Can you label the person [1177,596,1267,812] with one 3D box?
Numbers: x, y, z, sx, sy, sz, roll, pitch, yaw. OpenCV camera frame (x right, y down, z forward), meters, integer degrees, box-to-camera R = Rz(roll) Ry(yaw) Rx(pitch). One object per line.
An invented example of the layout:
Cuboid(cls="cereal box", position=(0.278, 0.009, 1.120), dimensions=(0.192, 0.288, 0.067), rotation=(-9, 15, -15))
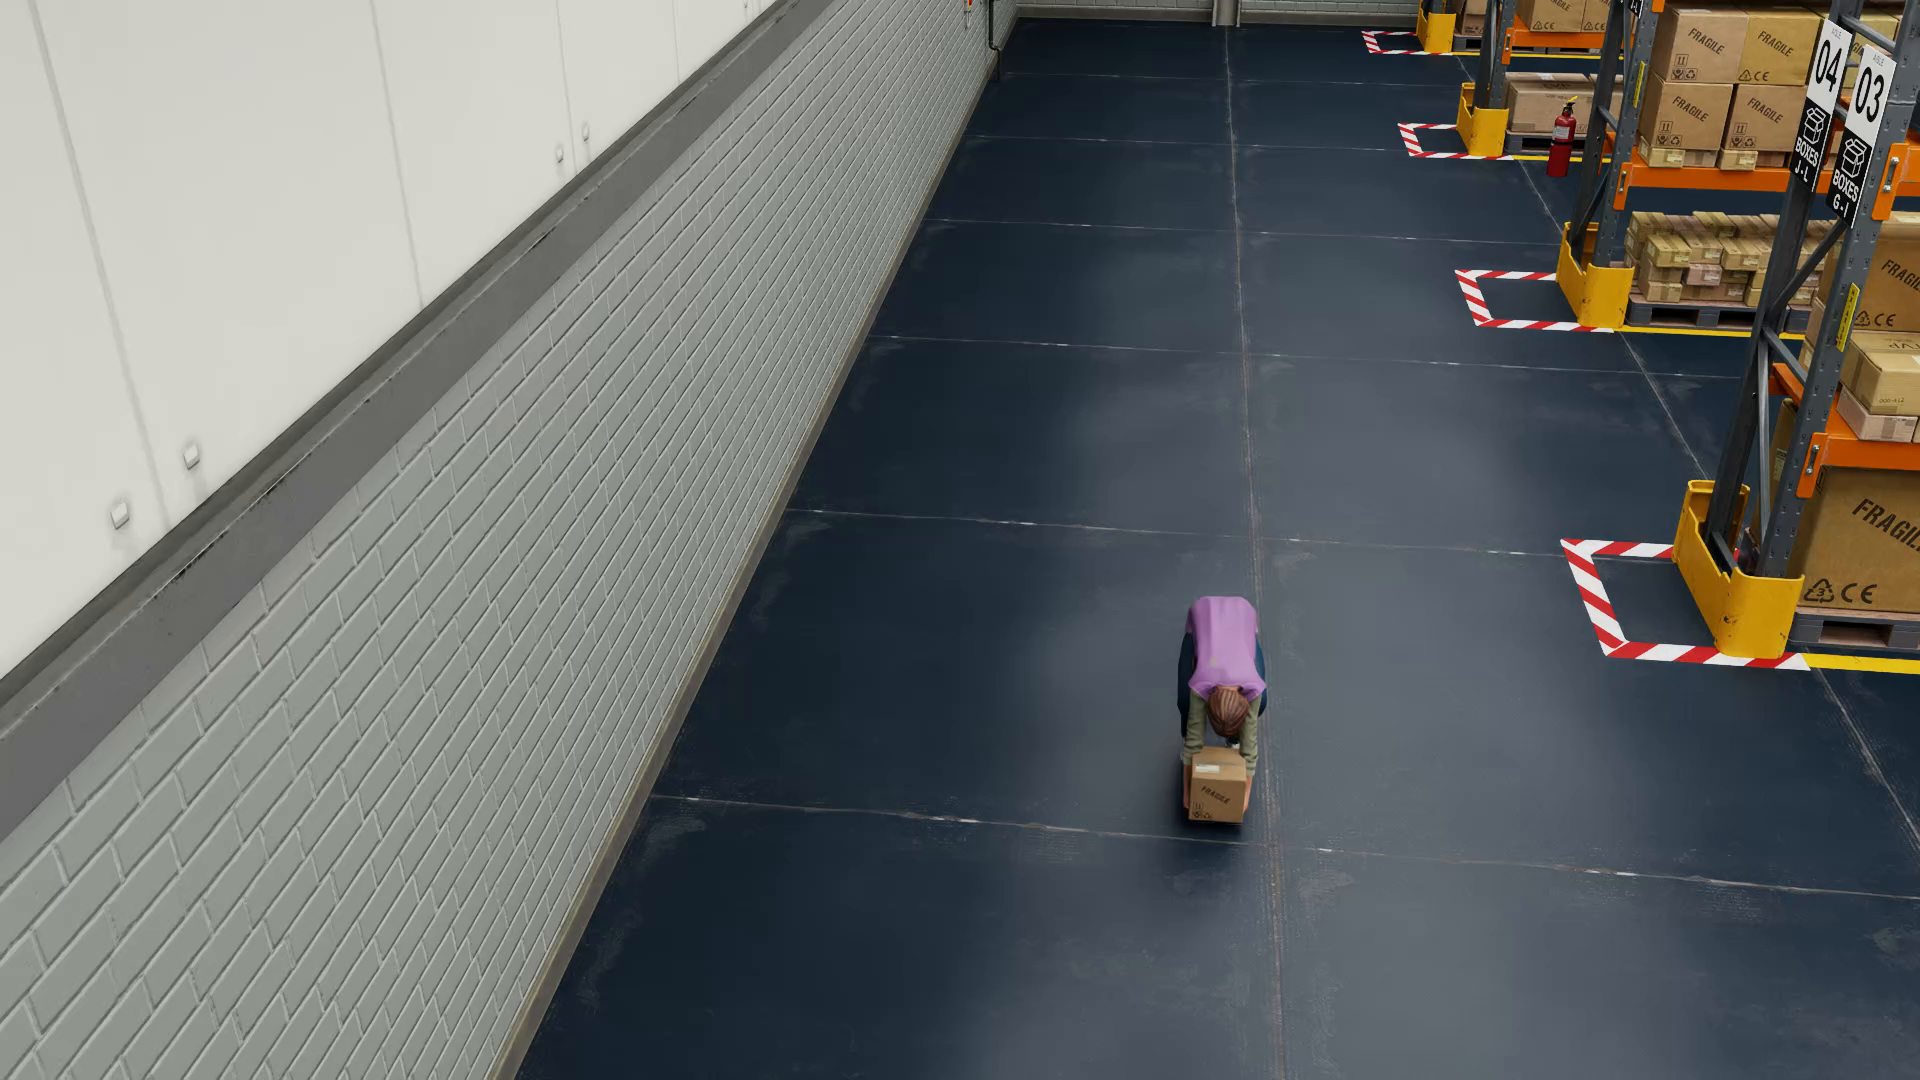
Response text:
Cuboid(cls="person", position=(1.258, 0.772, 7.981), dimensions=(0.425, 0.873, 0.853), rotation=(2, 29, 4))
